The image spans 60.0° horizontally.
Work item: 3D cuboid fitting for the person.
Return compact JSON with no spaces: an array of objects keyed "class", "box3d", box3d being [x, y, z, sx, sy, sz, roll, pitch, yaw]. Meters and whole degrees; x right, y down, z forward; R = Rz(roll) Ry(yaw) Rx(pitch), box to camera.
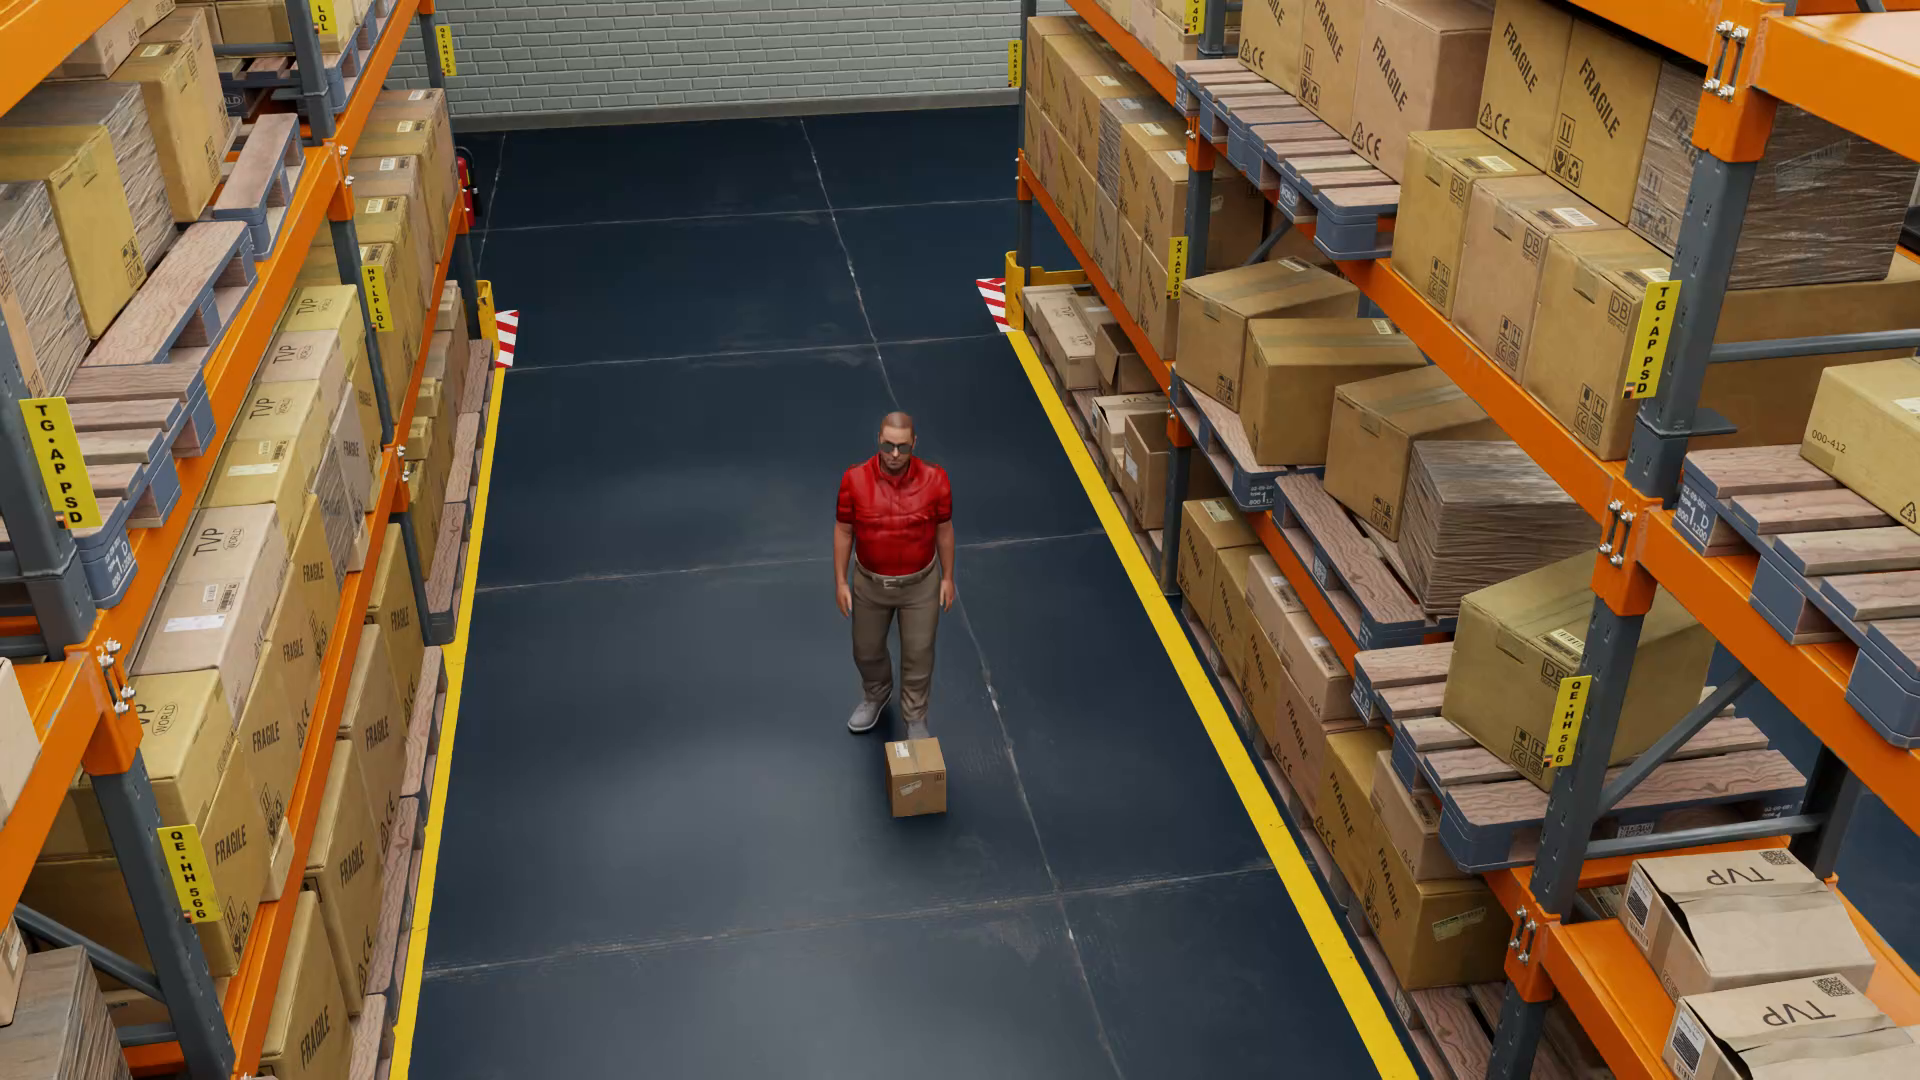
[{"class":"person","box3d":[-0.305,0.197,7.808,0.568,1.733,0.509,0,30,0]}]
